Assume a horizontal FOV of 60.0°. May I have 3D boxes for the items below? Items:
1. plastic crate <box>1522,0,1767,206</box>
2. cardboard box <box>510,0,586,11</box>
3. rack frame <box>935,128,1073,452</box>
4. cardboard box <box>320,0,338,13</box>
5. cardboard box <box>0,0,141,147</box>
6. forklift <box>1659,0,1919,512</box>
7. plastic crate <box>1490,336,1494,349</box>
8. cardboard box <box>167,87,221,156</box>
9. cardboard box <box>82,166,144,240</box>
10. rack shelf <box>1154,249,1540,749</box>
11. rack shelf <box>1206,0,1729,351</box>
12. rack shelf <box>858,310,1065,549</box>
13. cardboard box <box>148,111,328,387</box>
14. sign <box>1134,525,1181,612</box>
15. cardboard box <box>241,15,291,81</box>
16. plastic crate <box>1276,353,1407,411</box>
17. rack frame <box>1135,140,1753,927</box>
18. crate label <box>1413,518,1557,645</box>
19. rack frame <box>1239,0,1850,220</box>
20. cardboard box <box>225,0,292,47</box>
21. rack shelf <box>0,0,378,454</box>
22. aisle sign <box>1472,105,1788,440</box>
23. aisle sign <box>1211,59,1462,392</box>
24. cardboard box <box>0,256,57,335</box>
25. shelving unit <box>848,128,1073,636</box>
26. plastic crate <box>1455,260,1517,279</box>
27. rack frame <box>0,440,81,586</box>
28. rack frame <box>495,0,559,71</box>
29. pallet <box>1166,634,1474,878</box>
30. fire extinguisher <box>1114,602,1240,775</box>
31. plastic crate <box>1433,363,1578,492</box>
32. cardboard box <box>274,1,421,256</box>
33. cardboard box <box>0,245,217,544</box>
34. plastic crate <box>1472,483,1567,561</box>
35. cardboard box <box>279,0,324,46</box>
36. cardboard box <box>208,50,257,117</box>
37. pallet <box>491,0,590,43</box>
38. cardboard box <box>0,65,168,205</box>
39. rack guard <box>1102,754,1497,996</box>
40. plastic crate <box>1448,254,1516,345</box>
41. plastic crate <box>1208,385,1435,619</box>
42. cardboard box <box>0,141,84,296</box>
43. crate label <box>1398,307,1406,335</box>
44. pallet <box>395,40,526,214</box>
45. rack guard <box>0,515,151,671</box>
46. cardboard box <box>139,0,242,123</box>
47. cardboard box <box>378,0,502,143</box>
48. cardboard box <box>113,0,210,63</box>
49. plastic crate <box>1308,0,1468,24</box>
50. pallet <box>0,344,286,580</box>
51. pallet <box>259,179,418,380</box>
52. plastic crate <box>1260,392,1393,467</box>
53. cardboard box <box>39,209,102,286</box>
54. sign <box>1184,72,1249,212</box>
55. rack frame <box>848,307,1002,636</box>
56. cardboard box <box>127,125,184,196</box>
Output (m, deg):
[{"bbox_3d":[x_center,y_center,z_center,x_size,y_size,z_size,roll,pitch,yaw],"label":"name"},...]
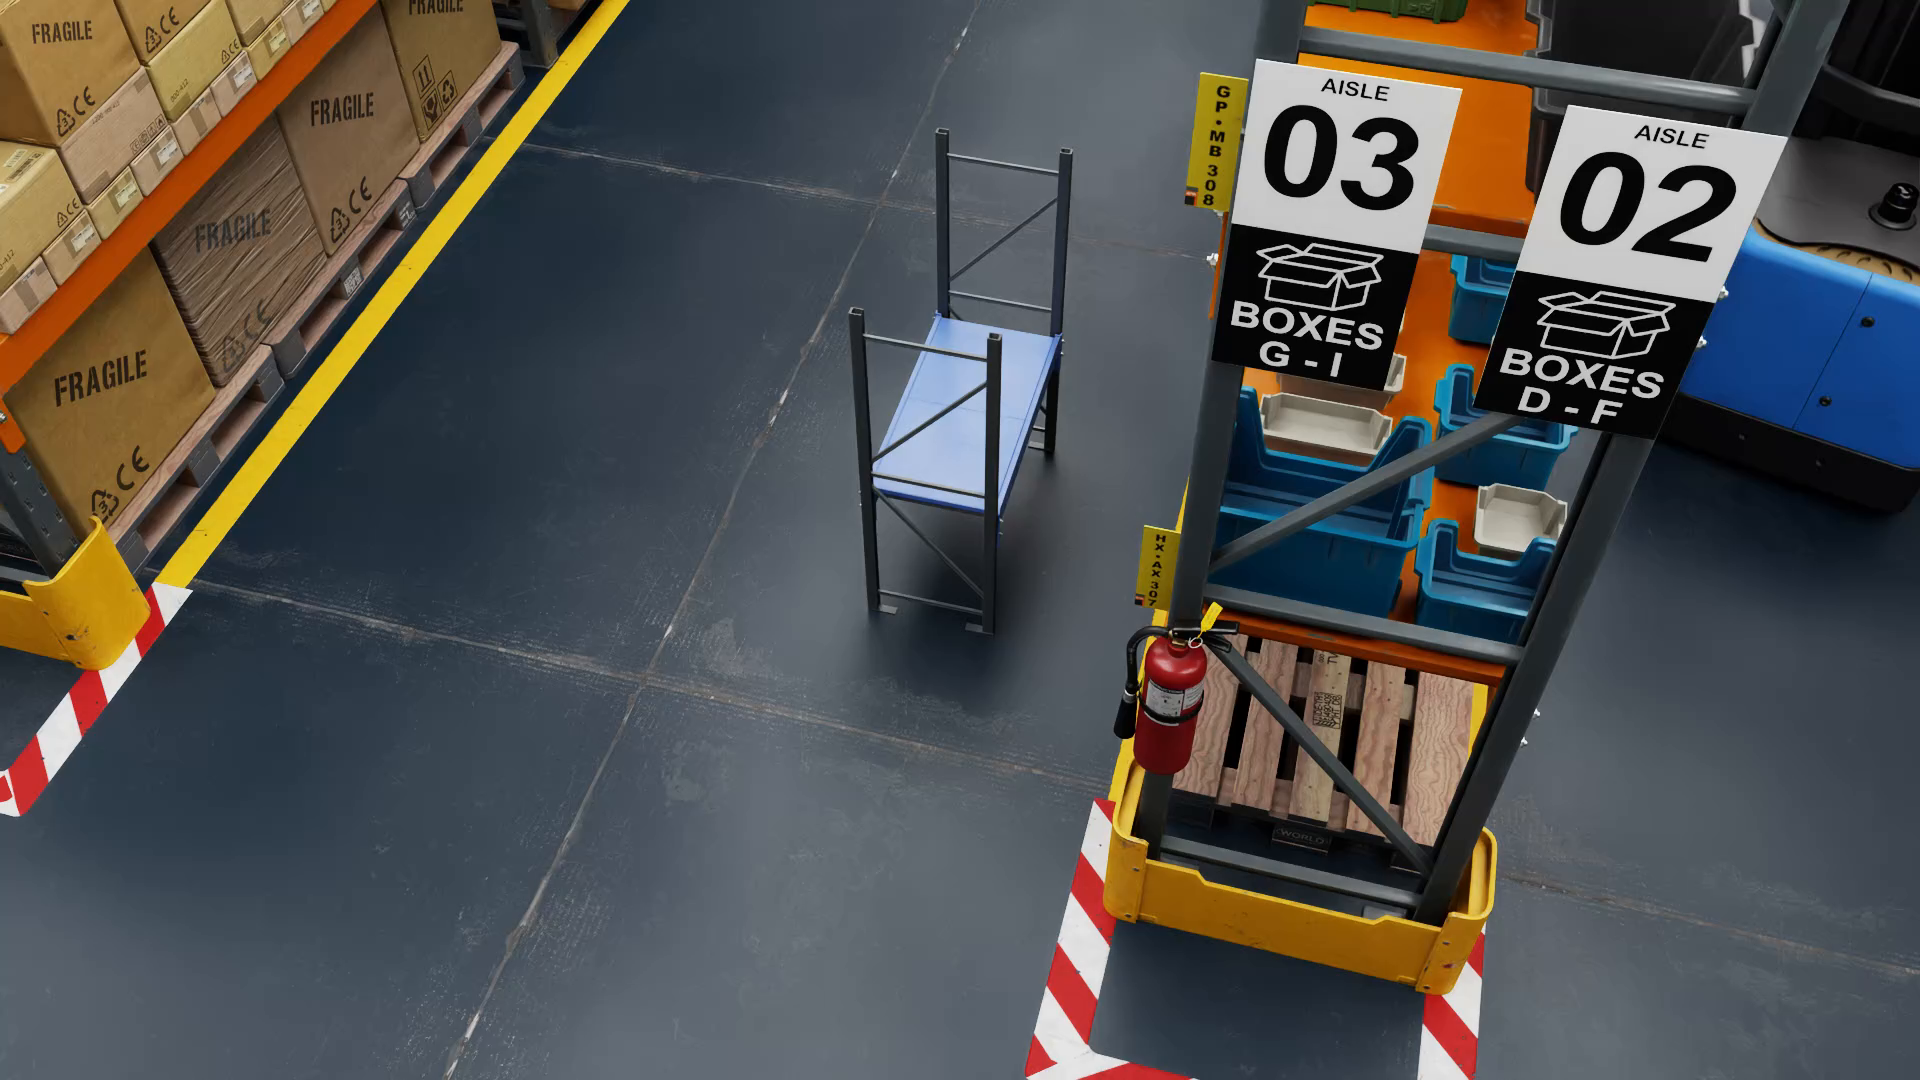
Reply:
[{"bbox_3d":[1.438,-0.942,3.586,0.497,0.269,0.590,12,50,10],"label":"plastic crate"},{"bbox_3d":[-2.508,-3.543,8.932,1.225,0.875,0.875,12,50,10],"label":"cardboard box"},{"bbox_3d":[0.156,-0.926,6.486,0.500,1.500,0.032,12,50,10],"label":"rack frame"},{"bbox_3d":[-2.760,-2.342,6.903,0.380,0.149,0.250,11,49,9],"label":"cardboard box"},{"bbox_3d":[-3.192,-1.699,5.570,0.500,0.500,0.500,10,49,9],"label":"cardboard box"},{"bbox_3d":[4.066,-2.185,6.642,1.130,2.935,3.031,23,52,19],"label":"forklift"},{"bbox_3d":[1.793,-0.522,5.265,0.250,0.136,0.298,12,50,10],"label":"plastic crate"},{"bbox_3d":[-3.030,-1.599,6.247,0.380,0.149,0.250,11,49,9],"label":"cardboard box"},{"bbox_3d":[-3.165,-1.227,5.918,0.380,0.149,0.250,11,49,9],"label":"cardboard box"},{"bbox_3d":[1.594,-0.978,6.011,1.077,0.370,4.000,12,50,10],"label":"rack shelf"},{"bbox_3d":[1.594,-1.971,4.887,1.077,0.370,4.000,12,50,10],"label":"rack shelf"},{"bbox_3d":[0.022,-0.439,6.296,0.538,0.185,1.000,12,50,10],"label":"rack shelf"},{"bbox_3d":[-3.379,-1.320,6.970,0.875,0.875,0.875,12,50,10],"label":"cardboard box"},{"bbox_3d":[0.533,0.080,4.489,0.100,0.325,0.005,12,50,10],"label":"sign"},{"bbox_3d":[-2.895,-1.968,6.573,0.380,0.149,0.250,10,49,9],"label":"cardboard box"},{"bbox_3d":[1.198,-0.534,5.276,0.396,0.136,0.243,12,50,10],"label":"plastic crate"},{"bbox_3d":[1.068,0.231,4.465,1.000,3.000,0.127,12,50,10],"label":"rack frame"},{"bbox_3d":[1.451,0.152,4.605,0.416,0.233,0.303,12,50,10],"label":"crate label"},{"bbox_3d":[1.068,-1.755,2.215,1.000,3.000,0.127,12,50,10],"label":"rack frame"},{"bbox_3d":[-2.925,-2.208,6.519,0.500,0.250,0.500,11,49,9],"label":"cardboard box"},{"bbox_3d":[-3.184,-1.955,6.874,1.077,0.370,4.000,12,50,10],"label":"rack shelf"},{"bbox_3d":[1.336,-0.519,3.392,0.394,0.787,0.004,12,50,10],"label":"aisle sign"},{"bbox_3d":[0.766,-0.635,3.495,0.394,0.787,0.004,12,50,10],"label":"aisle sign"},{"bbox_3d":[-3.298,-0.855,5.591,0.380,0.149,0.250,12,50,10],"label":"cardboard box"},{"bbox_3d":[0.022,-0.558,6.161,0.538,1.500,1.048,12,50,10],"label":"shelving unit"},{"bbox_3d":[1.876,-1.017,5.637,0.416,0.233,0.300,12,50,10],"label":"plastic crate"},{"bbox_3d":[-3.710,-0.747,5.327,1.000,3.000,0.127,12,50,10],"label":"rack frame"},{"bbox_3d":[-2.657,-3.640,7.881,1.000,3.000,0.127,12,50,10],"label":"rack frame"},{"bbox_3d":[1.323,0.564,6.030,1.003,0.211,1.213,12,50,10],"label":"pallet"},{"bbox_3d":[0.590,0.399,4.616,0.296,0.674,0.183,12,50,10],"label":"fire extinguisher"},{"bbox_3d":[1.624,-0.324,5.026,0.416,0.233,0.300,12,50,10],"label":"plastic crate"},{"bbox_3d":[-3.145,-1.963,7.538,0.875,0.875,0.875,12,50,10],"label":"cardboard box"},{"bbox_3d":[-3.619,-0.661,6.389,0.875,0.875,0.875,12,50,10],"label":"cardboard box"},{"bbox_3d":[1.615,-0.031,4.832,0.250,0.136,0.298,12,50,10],"label":"plastic crate"},{"bbox_3d":[-2.828,-2.158,6.741,0.380,0.149,0.250,12,50,11],"label":"cardboard box"},{"bbox_3d":[-2.962,-1.786,6.412,0.380,0.149,0.250,11,50,10],"label":"cardboard box"},{"bbox_3d":[-2.527,-3.290,9.432,1.003,0.211,1.213,12,50,10],"label":"pallet"},{"bbox_3d":[-3.193,-1.467,5.864,0.500,0.250,0.500,11,49,10],"label":"cardboard box"},{"bbox_3d":[1.074,1.078,5.384,1.175,0.500,0.348,12,50,10],"label":"rack guard"},{"bbox_3d":[1.797,-0.800,5.446,0.416,0.233,0.300,12,50,10],"label":"plastic crate"},{"bbox_3d":[0.976,-0.080,4.675,0.616,0.435,0.499,12,50,10],"label":"plastic crate"},{"bbox_3d":[-3.323,-1.090,5.531,0.500,0.250,0.500,10,49,9],"label":"cardboard box"},{"bbox_3d":[1.248,-0.741,5.458,0.396,0.136,0.243,12,50,10],"label":"crate label"},{"bbox_3d":[-2.933,-2.183,8.455,1.003,0.211,1.213,12,50,10],"label":"pallet"},{"bbox_3d":[-3.717,0.098,6.249,1.175,0.500,0.348,12,50,10],"label":"rack guard"},{"bbox_3d":[-3.057,-1.830,6.185,0.500,0.250,0.500,10,49,9],"label":"cardboard box"},{"bbox_3d":[-2.908,-2.614,8.113,0.875,0.875,0.875,12,50,10],"label":"cardboard box"},{"bbox_3d":[-3.061,-2.075,5.901,0.500,0.500,0.500,10,49,9],"label":"cardboard box"},{"bbox_3d":[1.052,-1.462,4.099,0.450,0.188,0.336,12,50,10],"label":"plastic crate"},{"bbox_3d":[-3.575,-0.418,6.897,1.003,0.211,1.213,12,50,10],"label":"pallet"},{"bbox_3d":[-3.252,-1.298,7.673,1.003,0.211,1.213,12,50,10],"label":"pallet"},{"bbox_3d":[1.108,-0.328,5.093,0.396,0.136,0.243,12,50,10],"label":"plastic crate"},{"bbox_3d":[-3.232,-1.041,5.755,0.380,0.149,0.250,11,49,9],"label":"cardboard box"},{"bbox_3d":[0.533,-0.824,3.465,0.100,0.325,0.005,12,50,10],"label":"sign"},{"bbox_3d":[-0.111,-0.190,5.836,0.500,1.500,0.032,12,50,10],"label":"rack frame"},{"bbox_3d":[-3.098,-1.415,6.085,0.380,0.149,0.250,11,49,9],"label":"cardboard box"}]
